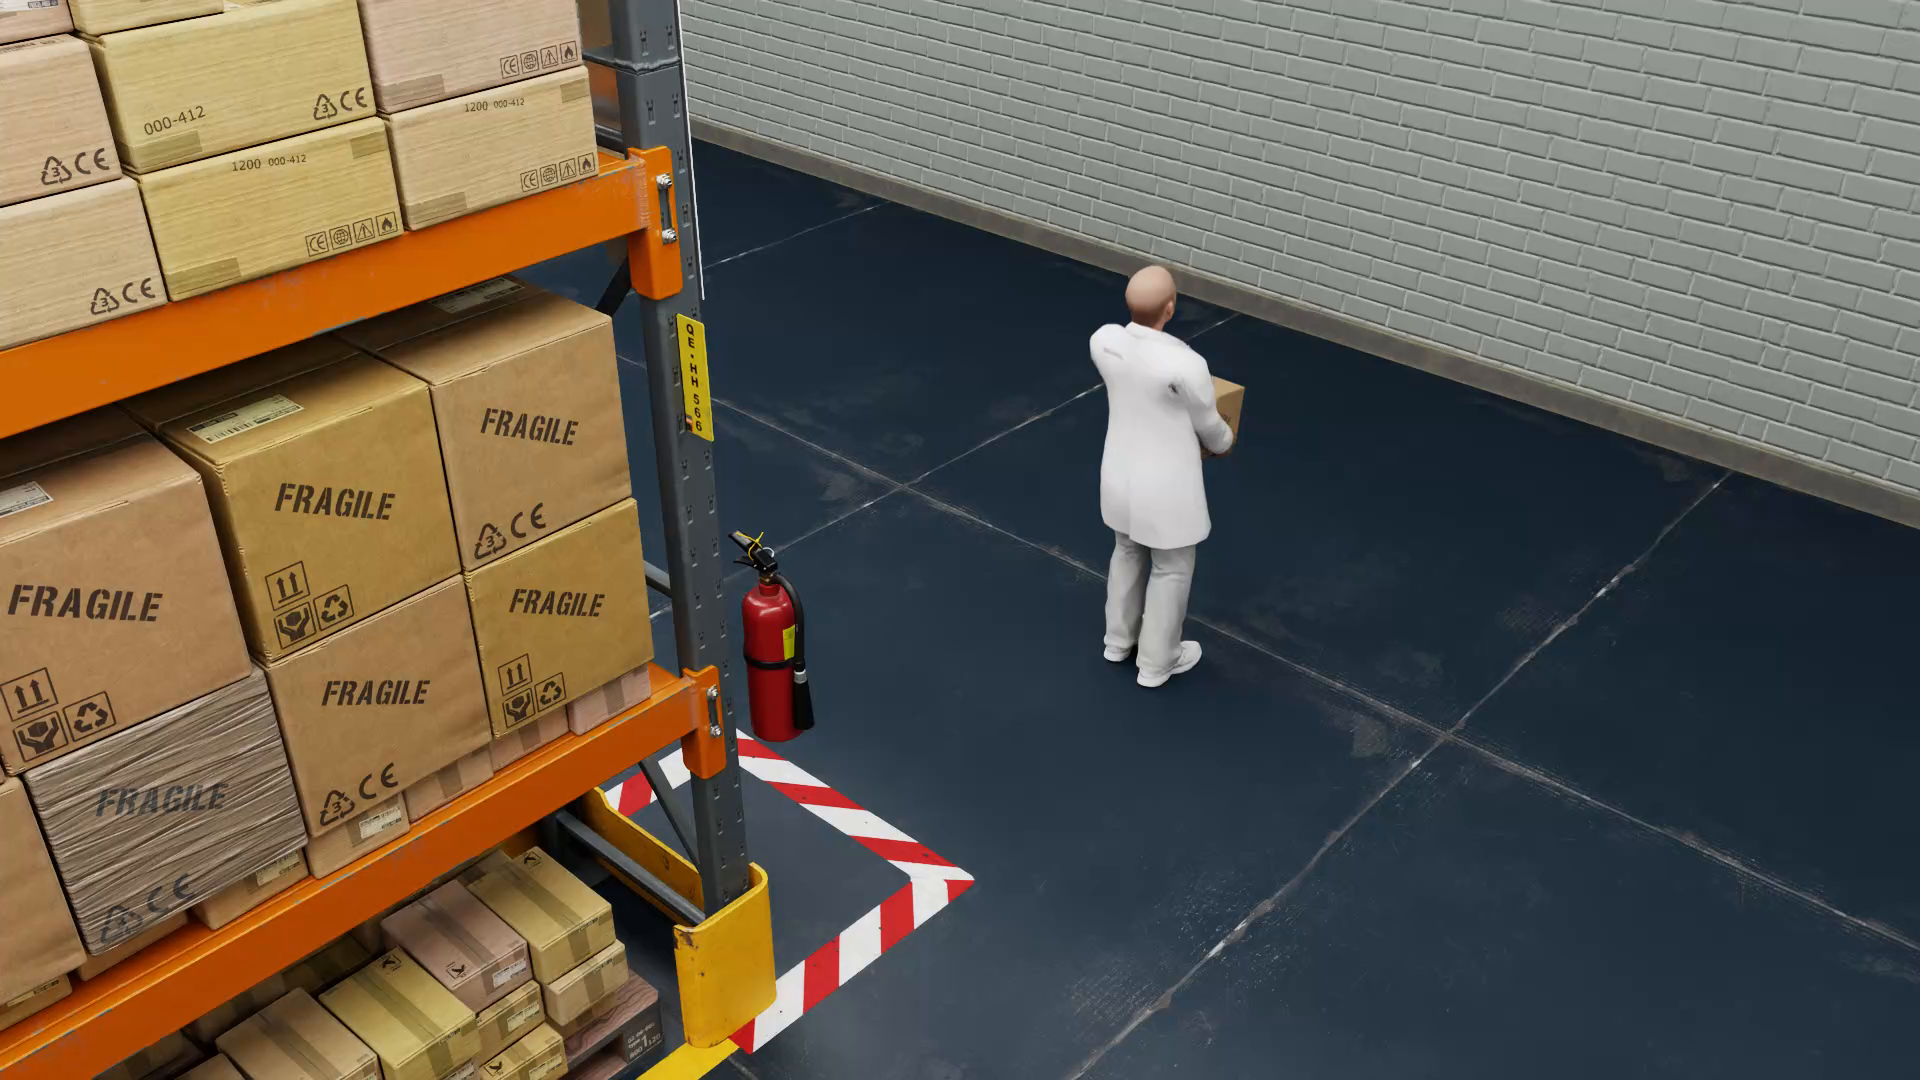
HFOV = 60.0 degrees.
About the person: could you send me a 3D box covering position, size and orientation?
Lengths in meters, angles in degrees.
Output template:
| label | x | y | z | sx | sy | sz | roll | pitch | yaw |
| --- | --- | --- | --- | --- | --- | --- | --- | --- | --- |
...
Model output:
| label | x | y | z | sx | sy | sz | roll | pitch | yaw |
| --- | --- | --- | --- | --- | --- | --- | --- | --- | --- |
| person | 0.821 | -0.289 | 6.635 | 0.527 | 1.776 | 0.545 | 25 | 39 | 36 |
